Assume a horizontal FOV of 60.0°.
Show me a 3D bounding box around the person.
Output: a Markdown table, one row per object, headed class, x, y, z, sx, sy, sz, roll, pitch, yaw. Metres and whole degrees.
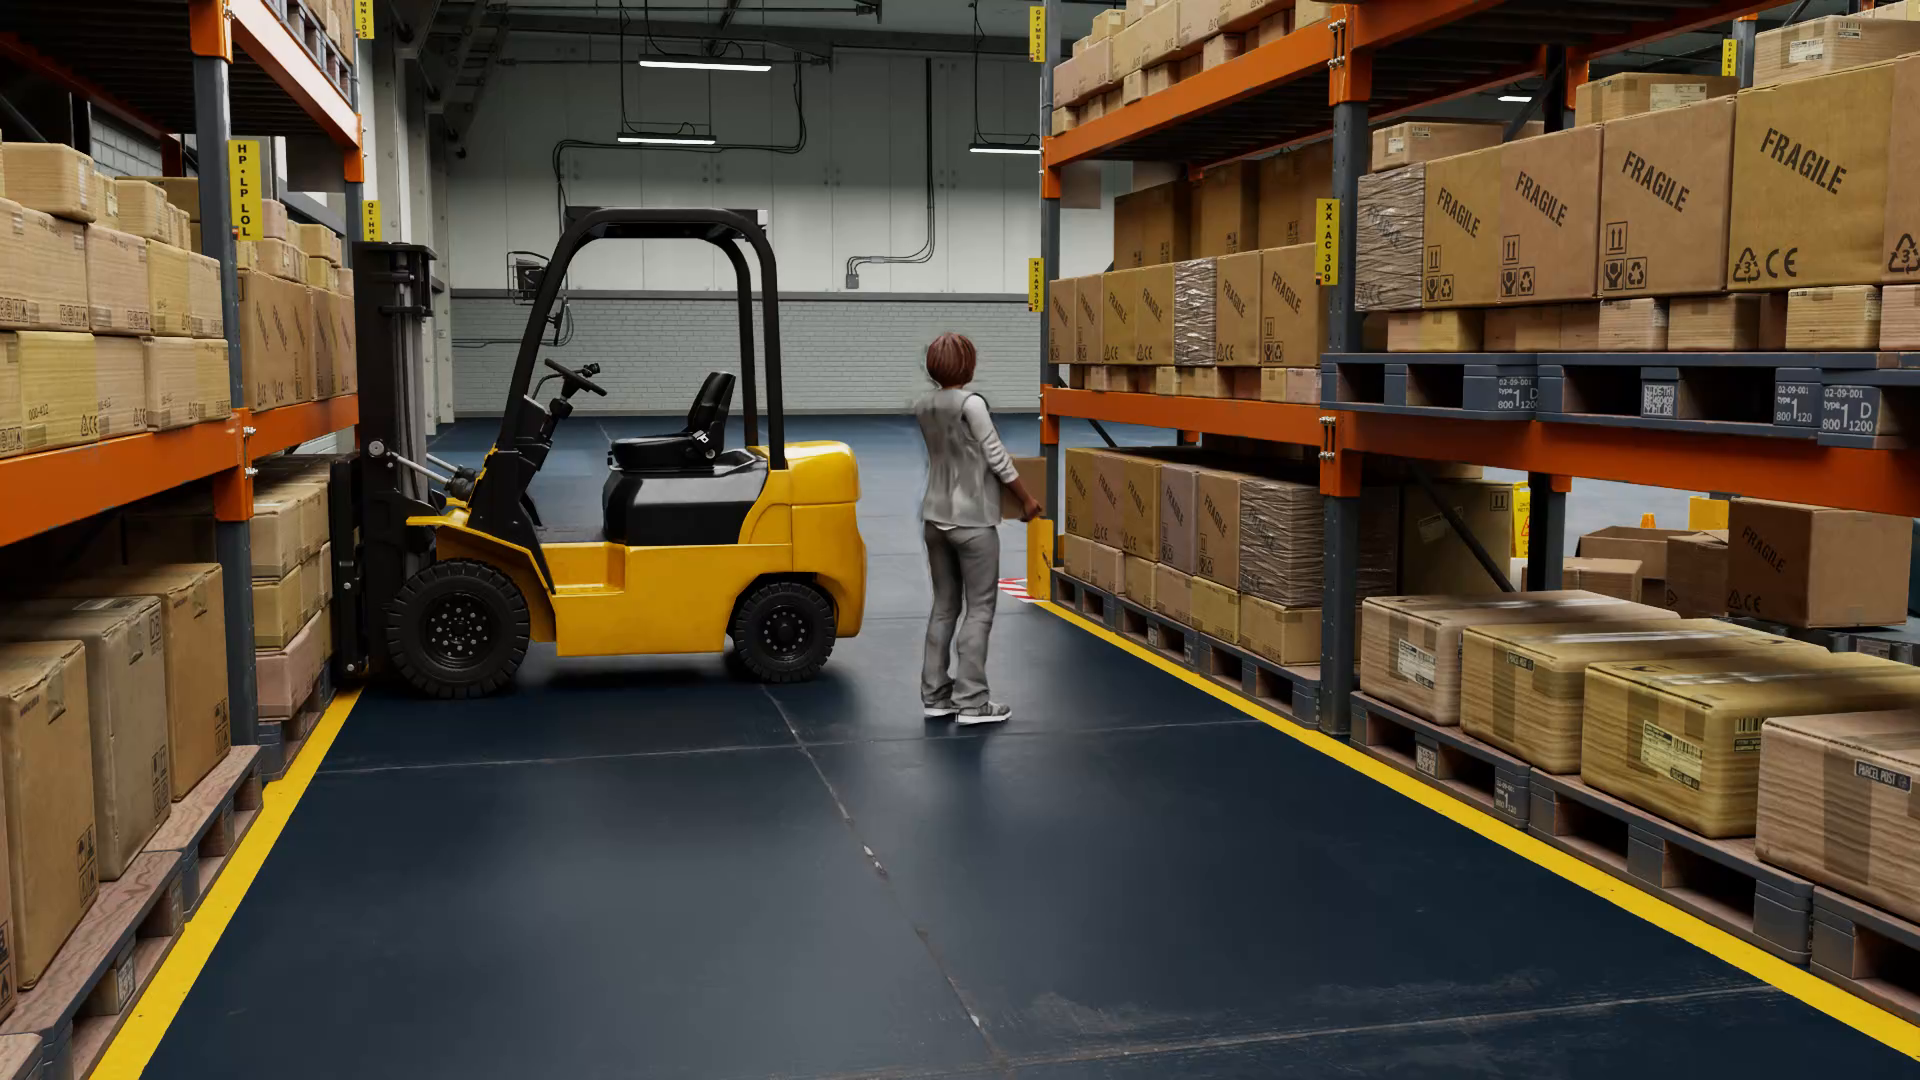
| class | x | y | z | sx | sy | sz | roll | pitch | yaw |
| --- | --- | --- | --- | --- | --- | --- | --- | --- | --- |
| person | 0.070 | -0.058 | 6.886 | 0.486 | 1.595 | 0.412 | -6 | 8 | -41 |
